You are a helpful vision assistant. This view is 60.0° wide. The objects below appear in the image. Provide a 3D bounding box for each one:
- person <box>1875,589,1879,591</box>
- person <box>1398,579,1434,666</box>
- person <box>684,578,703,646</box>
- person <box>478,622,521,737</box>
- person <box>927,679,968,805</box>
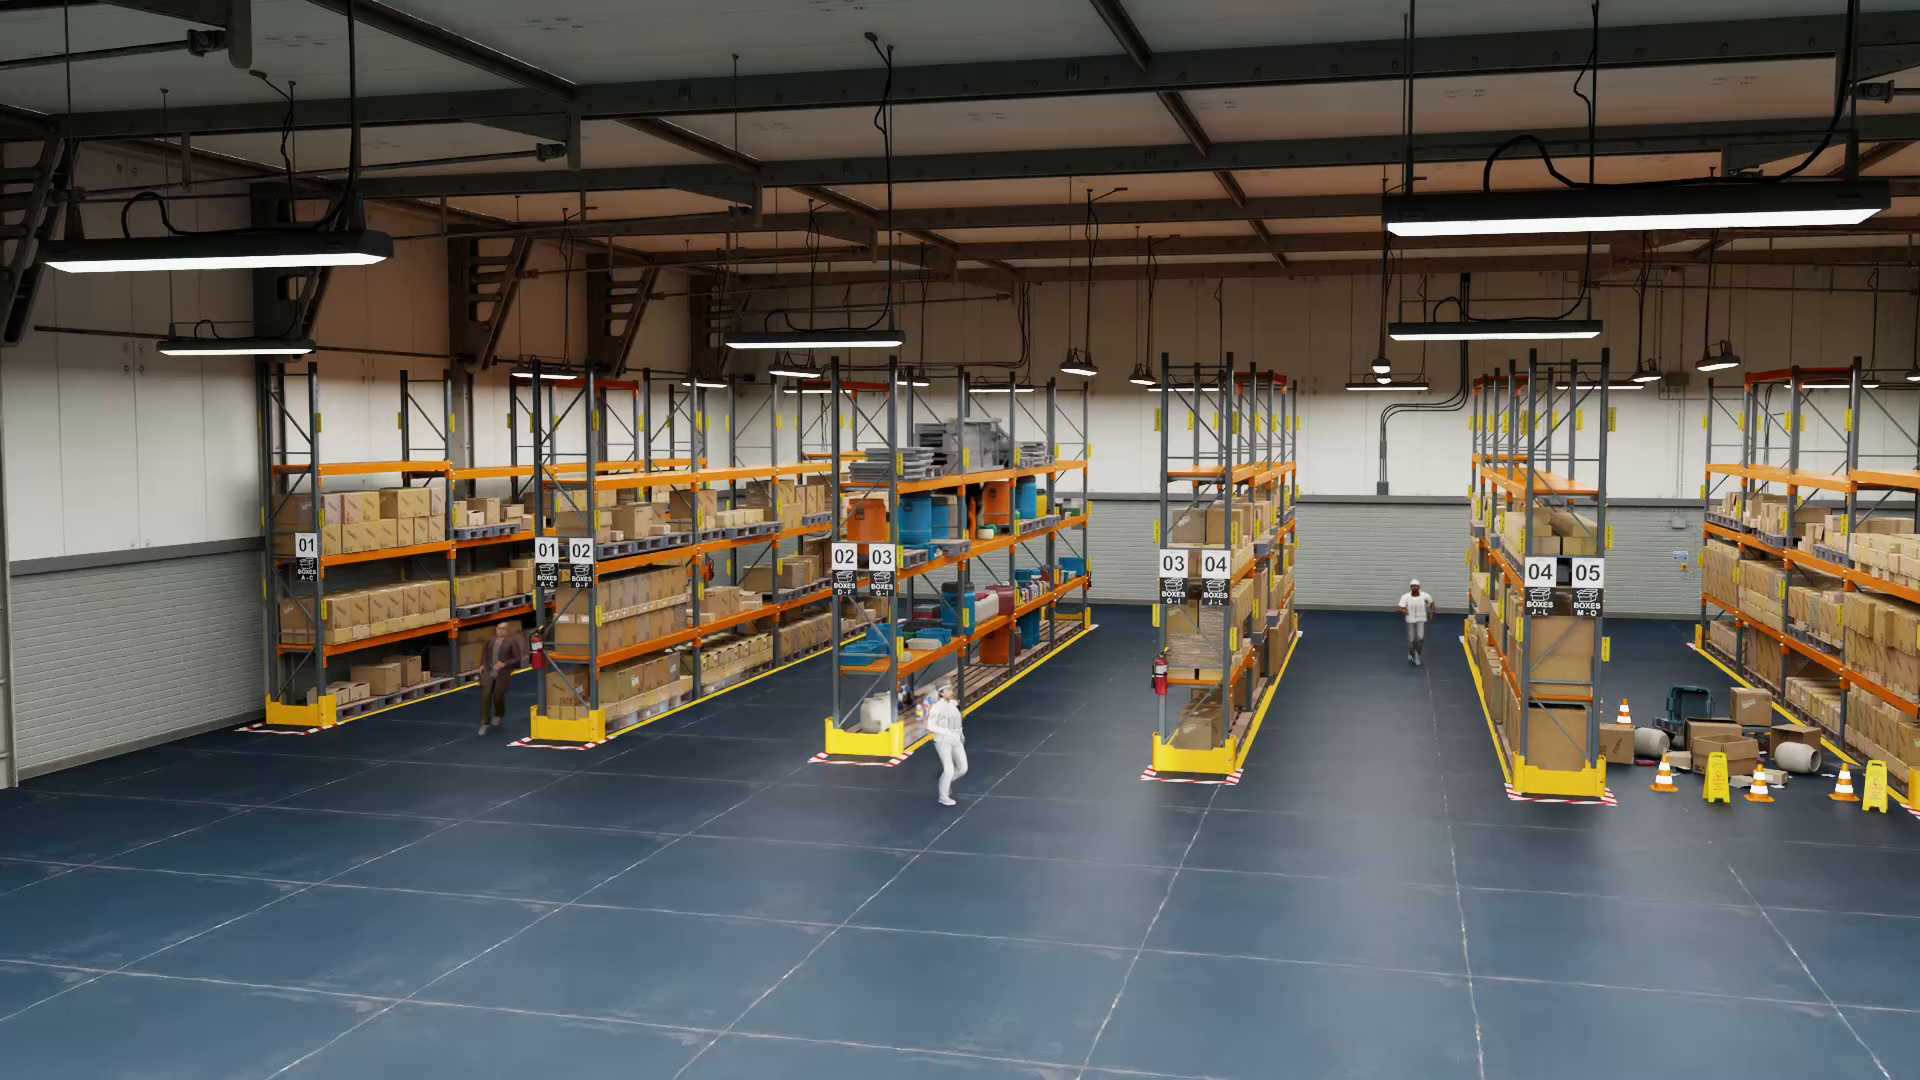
[{"bbox_3d":[18.010,1.805,32.905,0.679,1.730,0.654,1,4,11],"label":"person"},{"bbox_3d":[9.445,1.712,34.457,0.714,1.791,0.726,1,4,18],"label":"person"},{"bbox_3d":[-5.662,1.671,35.375,0.598,1.751,0.783,1,4,12],"label":"person"},{"bbox_3d":[-7.487,2.227,26.957,0.730,1.784,0.911,0,4,4],"label":"person"},{"bbox_3d":[-0.125,2.642,21.765,0.608,1.651,0.537,-3,5,-40],"label":"person"}]
